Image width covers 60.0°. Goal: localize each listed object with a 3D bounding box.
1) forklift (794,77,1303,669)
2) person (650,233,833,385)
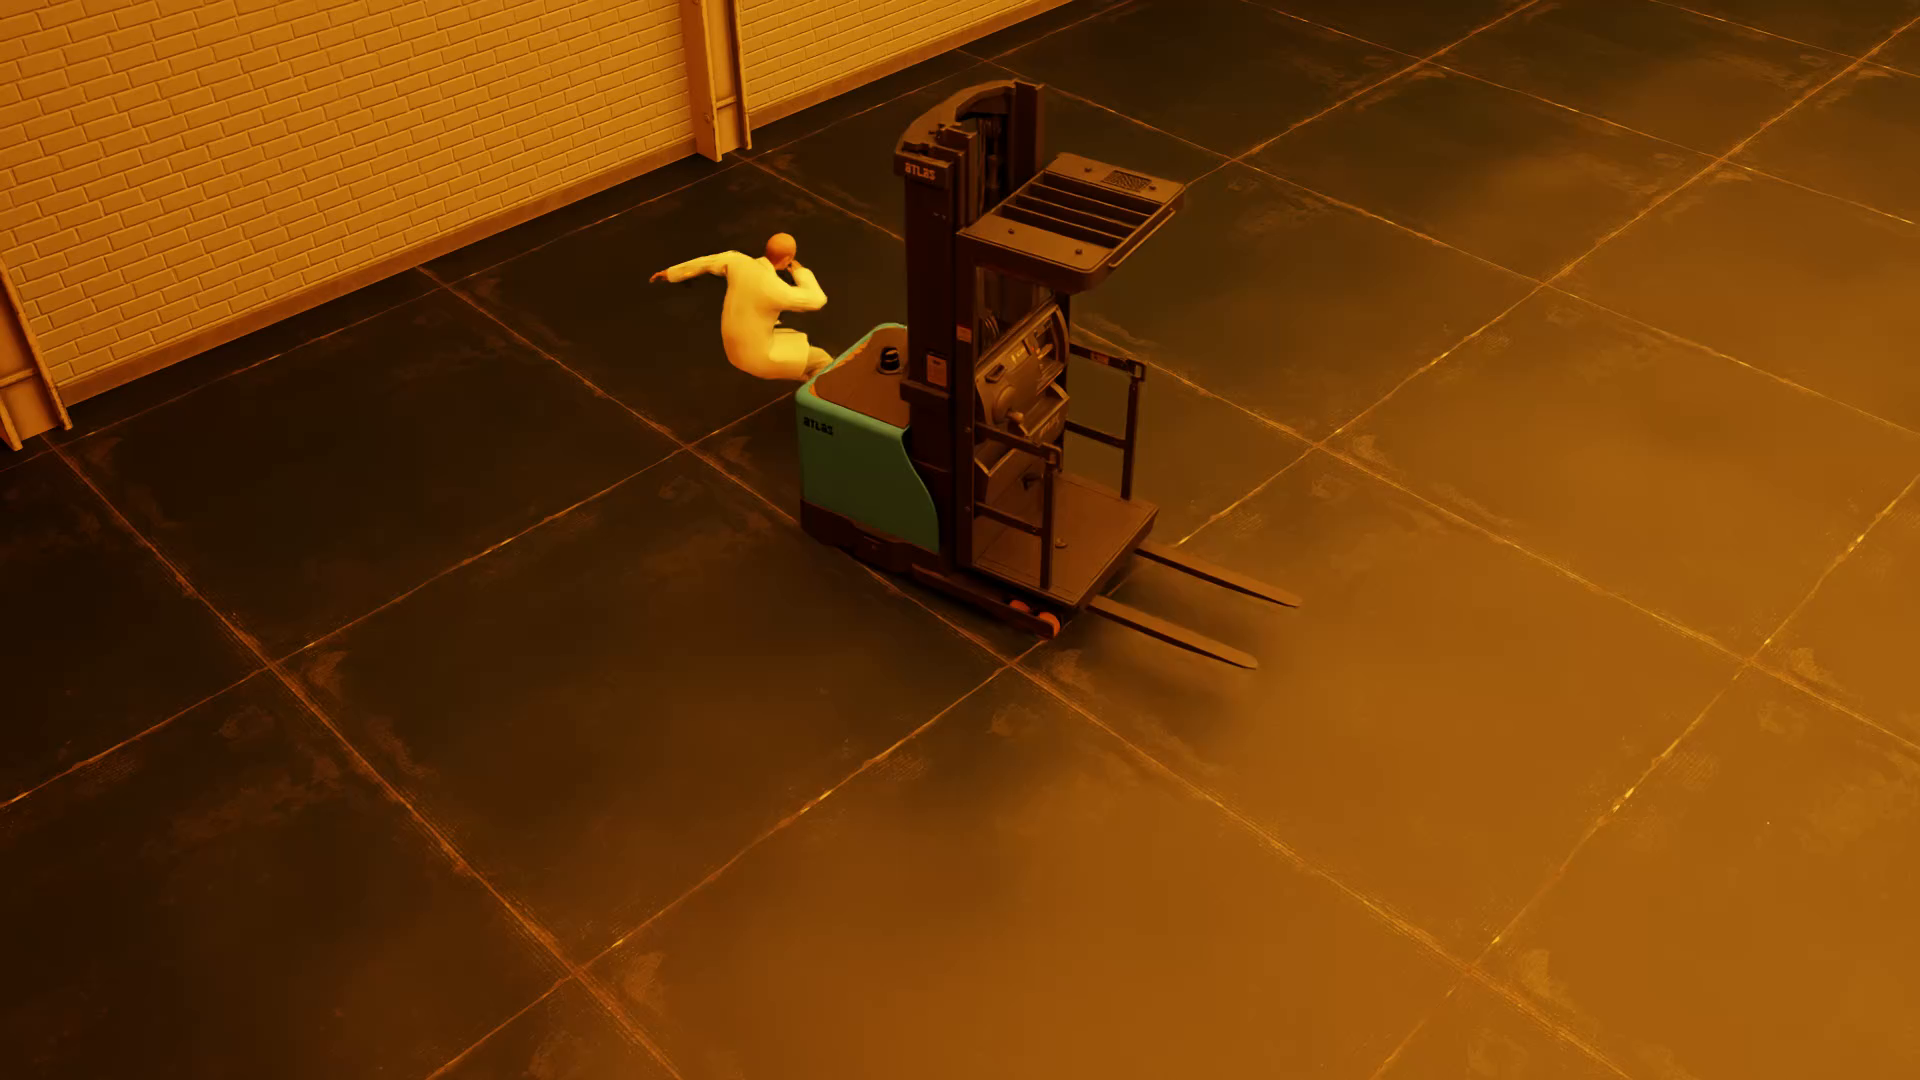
[{"bbox_3d":[0.526,-0.937,9.247,3.031,2.935,1.130,22,44,24],"label":"forklift"},{"bbox_3d":[-1.278,-1.449,11.061,1.029,1.481,1.200,-31,48,-32],"label":"person"}]
